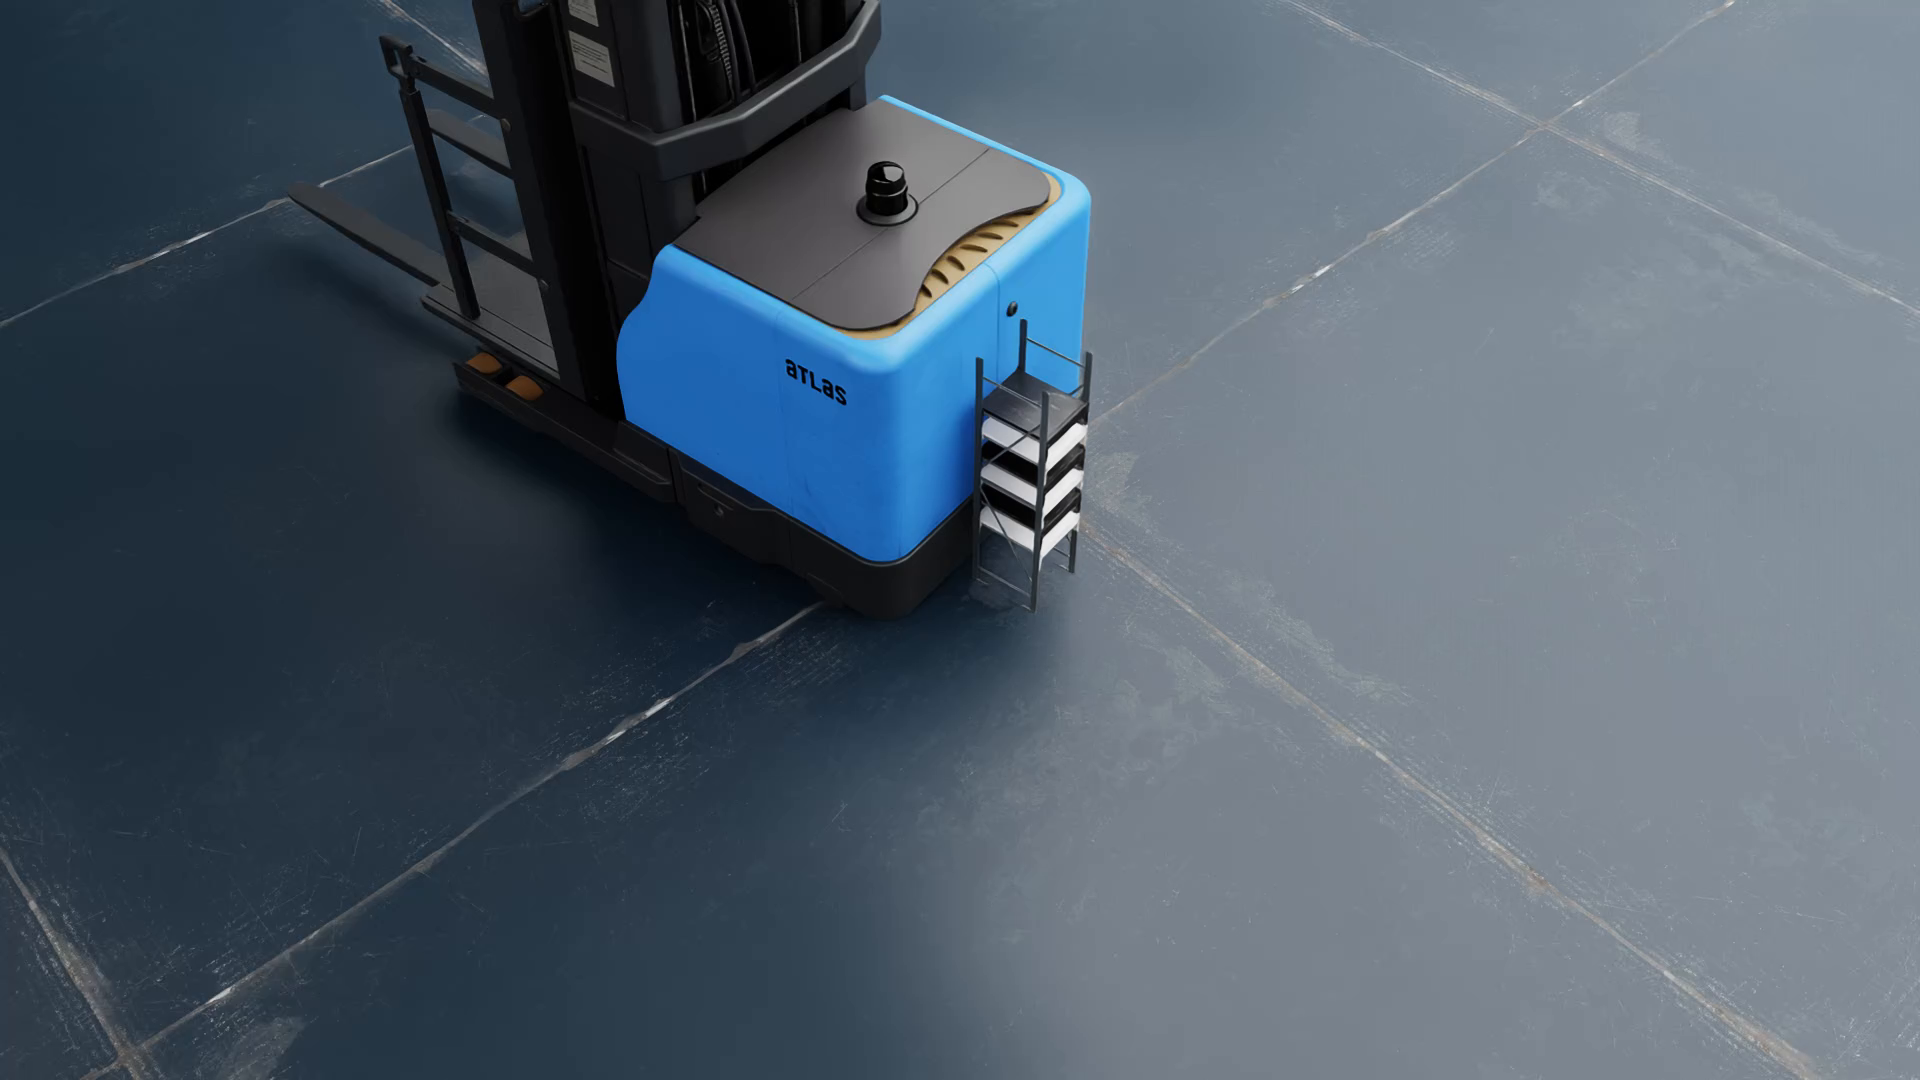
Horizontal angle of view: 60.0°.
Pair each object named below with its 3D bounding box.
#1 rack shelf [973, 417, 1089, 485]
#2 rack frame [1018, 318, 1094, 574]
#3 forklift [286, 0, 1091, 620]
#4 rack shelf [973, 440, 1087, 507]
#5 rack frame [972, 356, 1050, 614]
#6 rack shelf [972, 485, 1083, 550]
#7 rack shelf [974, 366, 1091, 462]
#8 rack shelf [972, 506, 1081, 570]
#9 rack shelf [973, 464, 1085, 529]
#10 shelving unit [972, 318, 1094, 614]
[{"bbox_3d":[0.200,-0.293,4.707,0.258,0.077,0.200,30,54,24],"label":"rack shelf"},{"bbox_3d":[0.261,-0.253,4.870,0.240,0.900,0.006,30,54,24],"label":"rack frame"},{"bbox_3d":[-1.088,-1.658,4.786,3.031,2.935,1.130,29,54,24],"label":"forklift"},{"bbox_3d":[0.200,-0.232,4.773,0.258,0.077,0.200,30,54,24],"label":"rack shelf"},{"bbox_3d":[0.138,-0.135,4.760,0.240,0.900,0.006,30,54,24],"label":"rack frame"},{"bbox_3d":[0.199,-0.111,4.906,0.258,0.077,0.200,30,54,24],"label":"rack shelf"},{"bbox_3d":[0.201,-0.354,4.641,0.258,0.077,0.200,30,54,24],"label":"rack shelf"},{"bbox_3d":[0.198,-0.050,4.972,0.258,0.077,0.200,30,54,24],"label":"rack shelf"},{"bbox_3d":[0.199,-0.171,4.840,0.258,0.077,0.200,30,54,24],"label":"rack shelf"},{"bbox_3d":[0.199,-0.194,4.815,0.258,0.900,0.210,30,54,24],"label":"shelving unit"}]
